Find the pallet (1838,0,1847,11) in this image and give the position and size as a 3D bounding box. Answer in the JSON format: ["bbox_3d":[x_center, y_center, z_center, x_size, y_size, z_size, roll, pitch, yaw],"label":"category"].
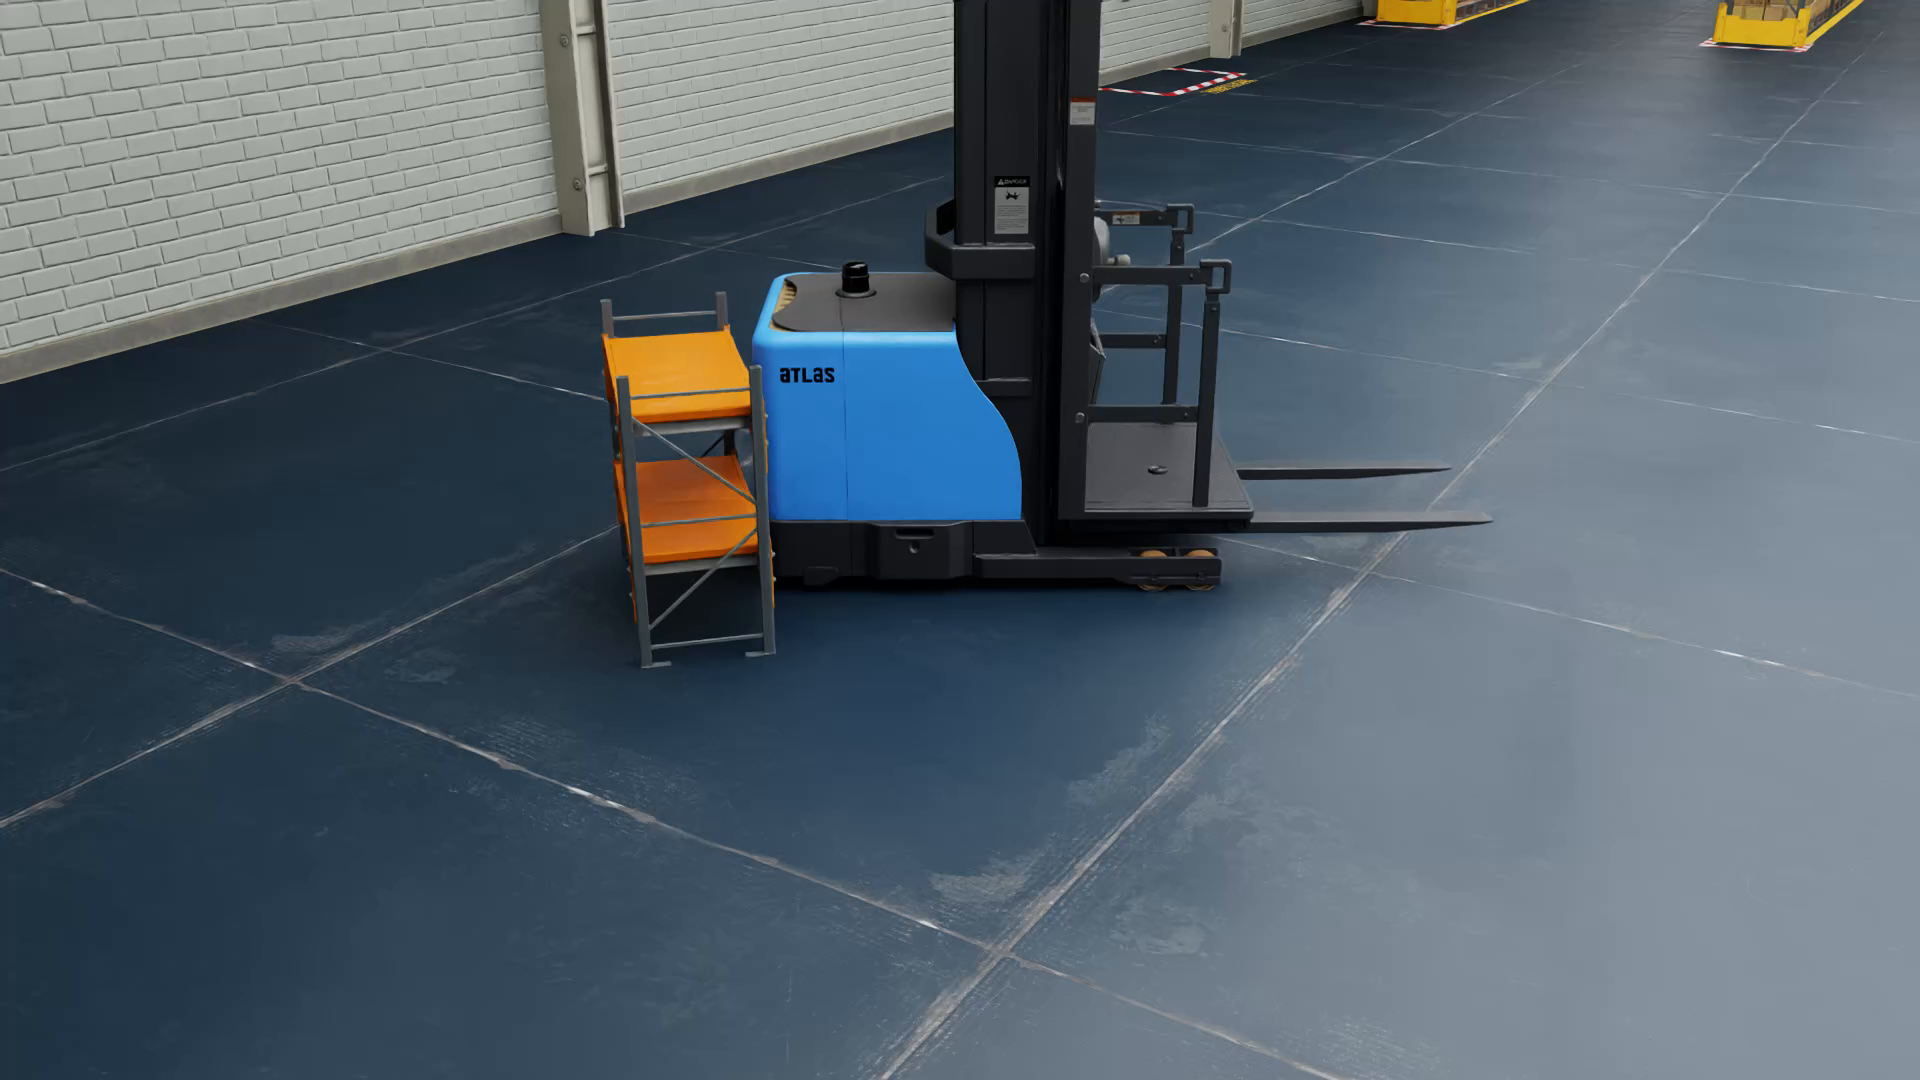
[{"bbox_3d":[14.362,-9.124,28.061,1.003,0.211,1.213,14,27,29],"label":"pallet"}]

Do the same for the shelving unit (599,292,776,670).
[{"bbox_3d":[-1.065,-0.264,6.442,0.538,1.125,1.048,-6,24,-13],"label":"shelving unit"}]

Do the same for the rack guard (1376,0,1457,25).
[{"bbox_3d":[7.084,-8.299,25.791,1.175,0.500,0.348,14,27,29],"label":"rack guard"}]

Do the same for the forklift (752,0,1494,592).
[{"bbox_3d":[0.690,-1.346,6.670,3.031,2.935,1.130,0,23,-1],"label":"forklift"}]

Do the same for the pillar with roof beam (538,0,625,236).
[{"bbox_3d":[0.840,-5.614,8.891,9.100,9.000,0.400,14,27,29],"label":"pillar with roof beam"}]

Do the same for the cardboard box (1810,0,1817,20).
[{"bbox_3d":[12.251,-7.787,24.395,0.500,0.250,0.500,14,27,29],"label":"cardboard box"}]

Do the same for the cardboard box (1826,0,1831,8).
[{"bbox_3d":[13.305,-8.462,25.954,0.500,0.250,0.500,14,27,29],"label":"cardboard box"}]

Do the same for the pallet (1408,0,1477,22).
[{"bbox_3d":[7.542,-8.433,26.465,1.003,0.211,1.213,14,27,29],"label":"pallet"}]

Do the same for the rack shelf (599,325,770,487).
[{"bbox_3d":[-1.065,-0.533,6.326,0.538,0.278,1.000,-6,24,-13],"label":"rack shelf"}]

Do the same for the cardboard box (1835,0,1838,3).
[{"bbox_3d":[13.787,-8.749,26.616,0.500,0.250,0.500,13,27,28],"label":"cardboard box"}]

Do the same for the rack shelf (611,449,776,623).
[{"bbox_3d":[-1.065,-0.040,6.540,0.538,0.278,1.000,-6,24,-13],"label":"rack shelf"}]

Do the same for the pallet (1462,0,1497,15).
[{"bbox_3d":[8.187,-8.843,27.412,1.003,0.211,1.213,14,27,29],"label":"pallet"}]

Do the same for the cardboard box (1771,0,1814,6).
[{"bbox_3d":[11.988,-7.962,23.855,0.500,0.500,0.500,14,27,29],"label":"cardboard box"}]

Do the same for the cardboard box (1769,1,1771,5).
[{"bbox_3d":[11.539,-7.729,24.260,0.500,0.250,0.500,14,27,29],"label":"cardboard box"}]

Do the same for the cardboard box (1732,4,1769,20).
[{"bbox_3d":[11.286,-7.557,23.864,0.500,0.250,0.500,14,27,29],"label":"cardboard box"}]

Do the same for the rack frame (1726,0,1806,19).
[{"bbox_3d":[11.254,-8.384,22.840,1.000,3.000,0.127,14,27,29],"label":"rack frame"}]

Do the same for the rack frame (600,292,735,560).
[{"bbox_3d":[-1.190,-0.461,6.894,0.500,1.125,0.032,-6,24,-13],"label":"rack frame"}]

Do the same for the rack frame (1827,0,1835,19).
[{"bbox_3d":[13.364,-9.734,25.959,1.000,3.000,0.127,14,27,29],"label":"rack frame"}]

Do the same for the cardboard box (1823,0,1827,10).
[{"bbox_3d":[13.033,-8.296,25.569,0.500,0.250,0.500,14,27,29],"label":"cardboard box"}]

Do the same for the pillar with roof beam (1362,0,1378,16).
[{"bbox_3d":[10.335,-11.689,22.924,9.100,9.000,0.400,14,27,29],"label":"pillar with roof beam"}]

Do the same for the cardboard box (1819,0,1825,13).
[{"bbox_3d":[12.782,-8.124,25.172,0.500,0.250,0.500,14,27,29],"label":"cardboard box"}]

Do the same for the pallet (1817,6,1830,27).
[{"bbox_3d":[12.909,-8.194,25.913,1.003,0.211,1.213,14,27,29],"label":"pallet"}]

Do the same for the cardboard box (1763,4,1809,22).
[{"bbox_3d":[11.726,-7.449,23.614,0.500,0.250,0.500,14,27,29],"label":"cardboard box"}]

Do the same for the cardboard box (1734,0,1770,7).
[{"bbox_3d":[11.284,-7.902,23.716,0.500,0.500,0.500,14,27,29],"label":"cardboard box"}]

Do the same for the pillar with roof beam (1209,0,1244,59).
[{"bbox_3d":[7.170,-9.664,18.246,9.100,9.000,0.400,14,27,29],"label":"pillar with roof beam"}]

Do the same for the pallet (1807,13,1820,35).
[{"bbox_3d":[12.266,-7.781,24.958,1.003,0.211,1.213,14,27,29],"label":"pallet"}]

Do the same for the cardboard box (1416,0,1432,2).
[{"bbox_3d":[7.485,-8.603,26.178,0.500,0.311,0.500,11,26,23],"label":"cardboard box"}]

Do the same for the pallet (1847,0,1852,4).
[{"bbox_3d":[15.007,-9.534,29.009,1.003,0.211,1.213,14,27,29],"label":"pallet"}]

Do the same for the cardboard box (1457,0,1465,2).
[{"bbox_3d":[7.786,-8.796,26.623,0.500,0.311,0.500,16,28,33],"label":"cardboard box"}]

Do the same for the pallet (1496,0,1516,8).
[{"bbox_3d":[8.829,-9.257,28.367,1.003,0.211,1.213,14,27,29],"label":"pallet"}]

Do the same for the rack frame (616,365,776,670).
[{"bbox_3d":[-0.940,-0.068,5.991,0.500,1.125,0.032,-6,24,-13],"label":"rack frame"}]

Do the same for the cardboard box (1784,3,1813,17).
[{"bbox_3d":[11.986,-7.618,24.005,0.500,0.250,0.500,14,27,29],"label":"cardboard box"}]

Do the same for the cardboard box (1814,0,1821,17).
[{"bbox_3d":[12.518,-7.955,24.782,0.500,0.250,0.500,14,27,29],"label":"cardboard box"}]

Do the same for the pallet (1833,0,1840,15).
[{"bbox_3d":[13.719,-8.711,27.106,1.003,0.211,1.213,14,27,29],"label":"pallet"}]

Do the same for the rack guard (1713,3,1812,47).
[{"bbox_3d":[11.241,-7.228,23.318,1.175,0.500,0.348,14,27,29],"label":"rack guard"}]
